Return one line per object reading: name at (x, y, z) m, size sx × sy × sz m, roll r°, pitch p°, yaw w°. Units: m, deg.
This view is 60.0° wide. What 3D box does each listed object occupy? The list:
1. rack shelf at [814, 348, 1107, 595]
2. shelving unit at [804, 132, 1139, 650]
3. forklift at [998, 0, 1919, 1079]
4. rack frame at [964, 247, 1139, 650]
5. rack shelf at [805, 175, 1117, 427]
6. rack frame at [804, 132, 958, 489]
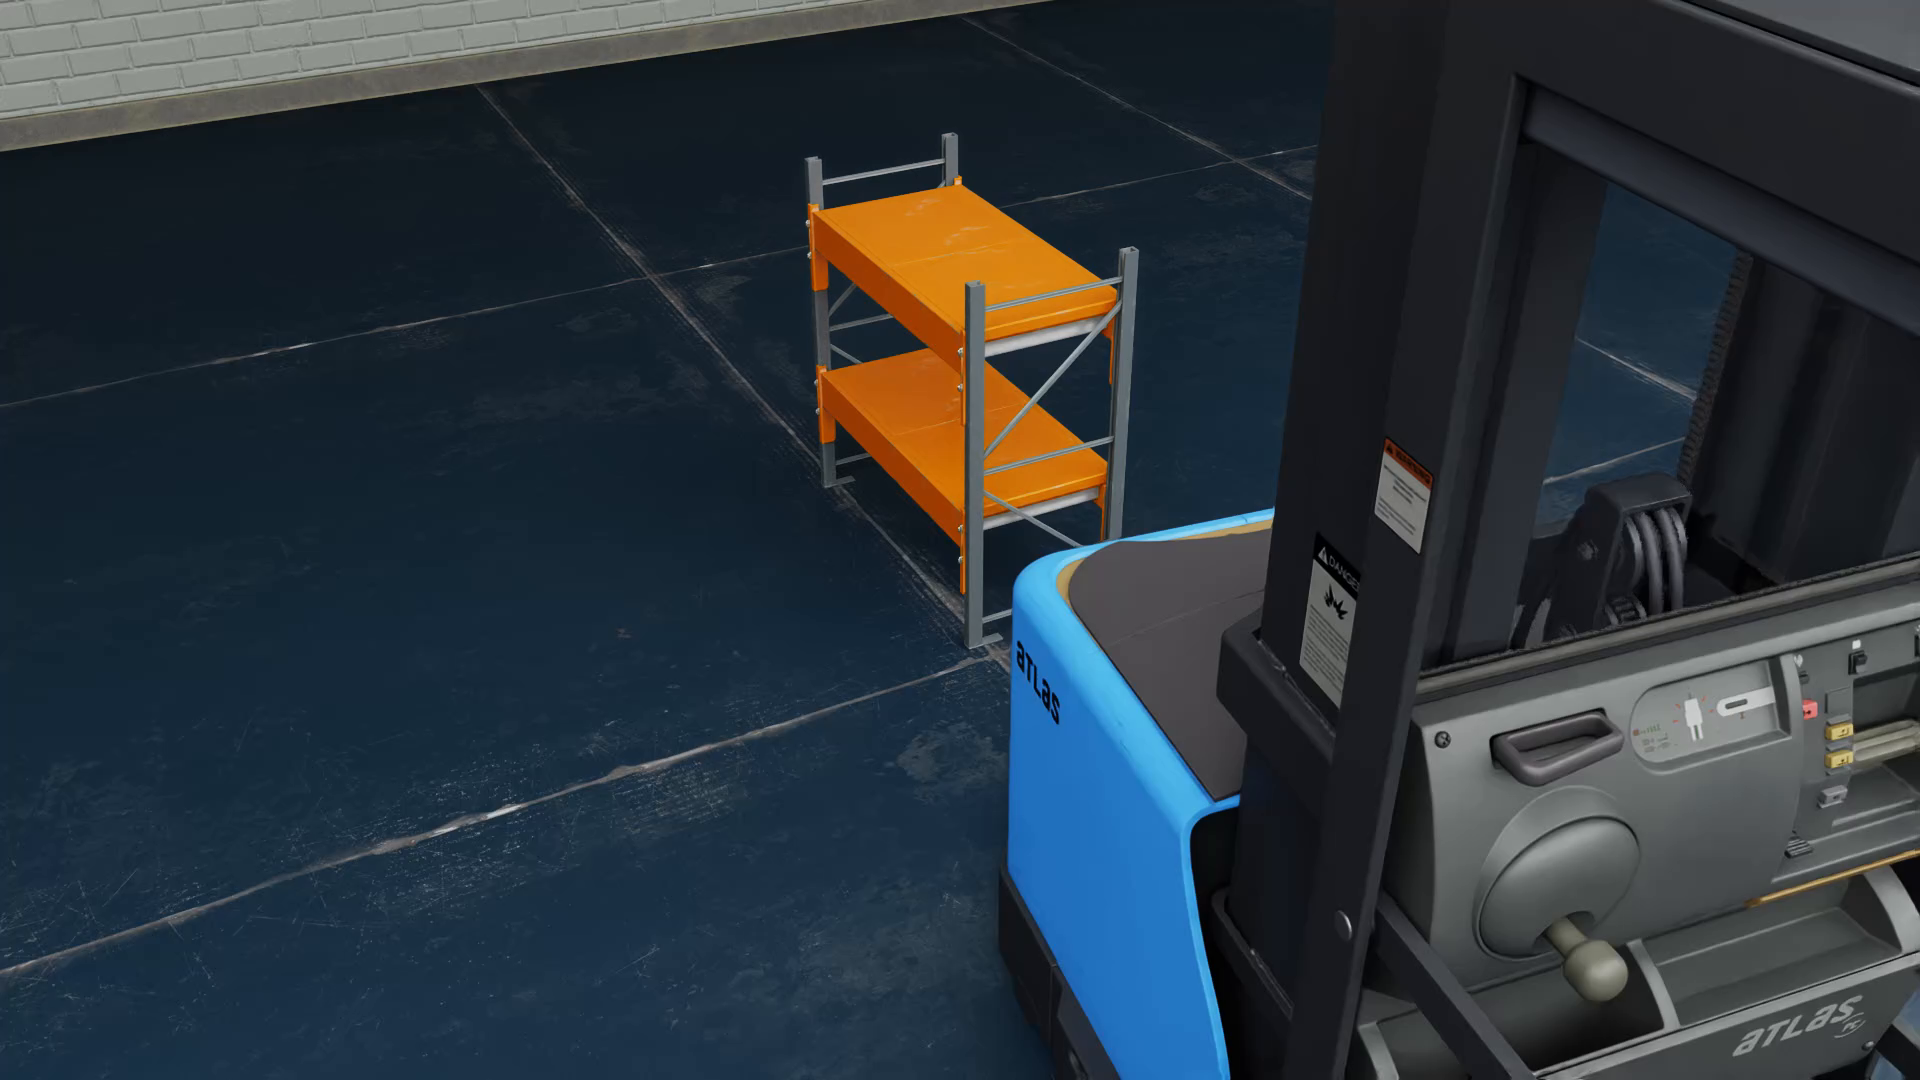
rack shelf at (0.003, -0.265, 5.073) m, size 0.538 × 0.278 × 1.000 m, roll -16°, pitch 36°, yaw -23°
shelving unit at (0.003, -0.470, 4.942) m, size 0.538 × 1.125 × 1.048 m, roll -16°, pitch 36°, yaw -23°
forklift at (1.067, 0.363, 1.966) m, size 1.130 × 2.935 × 3.031 m, roll -11°, pitch 34°, yaw -17°
rack frame at (0.240, -0.228, 4.563) m, size 0.500 × 1.125 × 0.032 m, roll -16°, pitch 36°, yaw -23°
rack shelf at (0.003, -0.717, 4.784) m, size 0.538 × 0.278 × 1.000 m, roll -16°, pitch 36°, yaw -23°
rack frame at (-0.234, -0.713, 5.320) m, size 0.500 × 1.125 × 0.032 m, roll -16°, pitch 36°, yaw -23°
